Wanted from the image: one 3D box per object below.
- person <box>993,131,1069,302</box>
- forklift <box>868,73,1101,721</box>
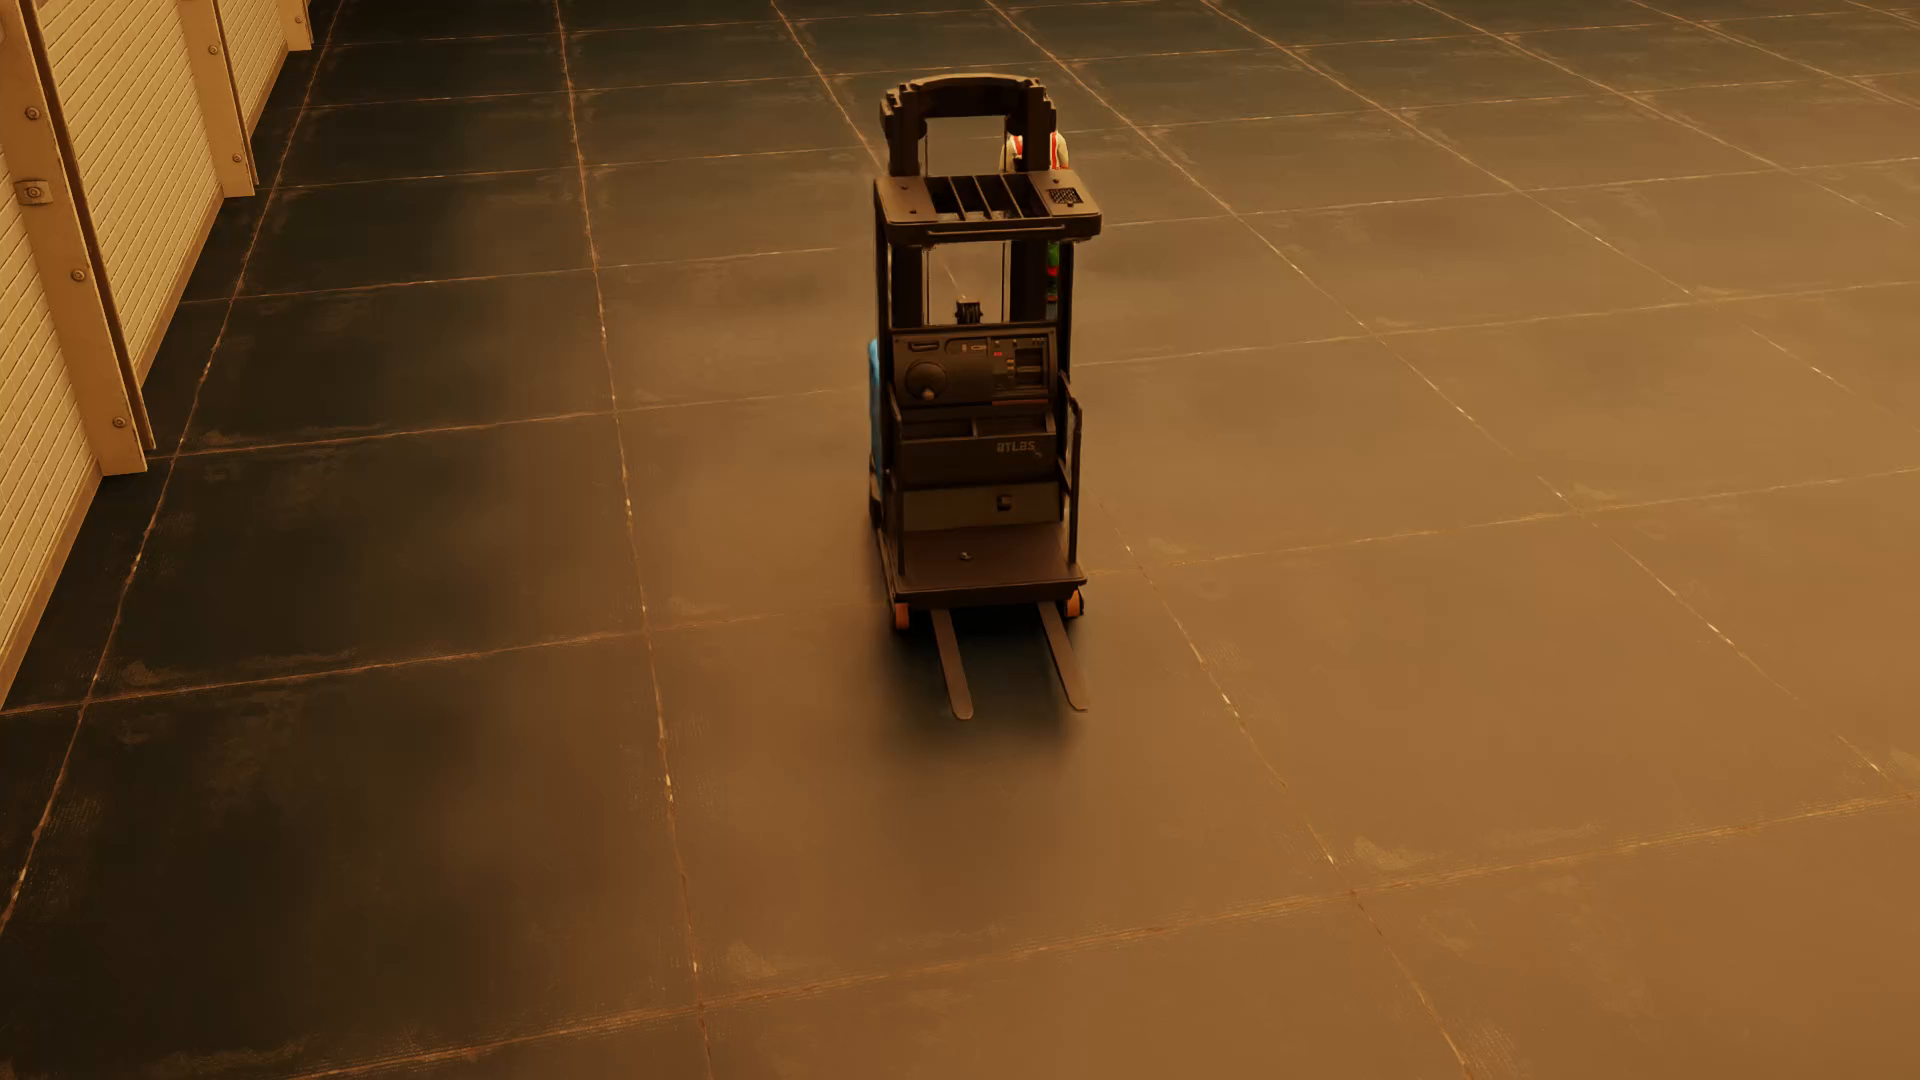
[{"bbox_3d":[0.566,-2.748,13.447,0.637,1.788,0.564,-7,31,-12],"label":"person"},{"bbox_3d":[0.117,-0.934,9.188,1.130,2.935,3.031,-4,30,-7],"label":"forklift"}]
